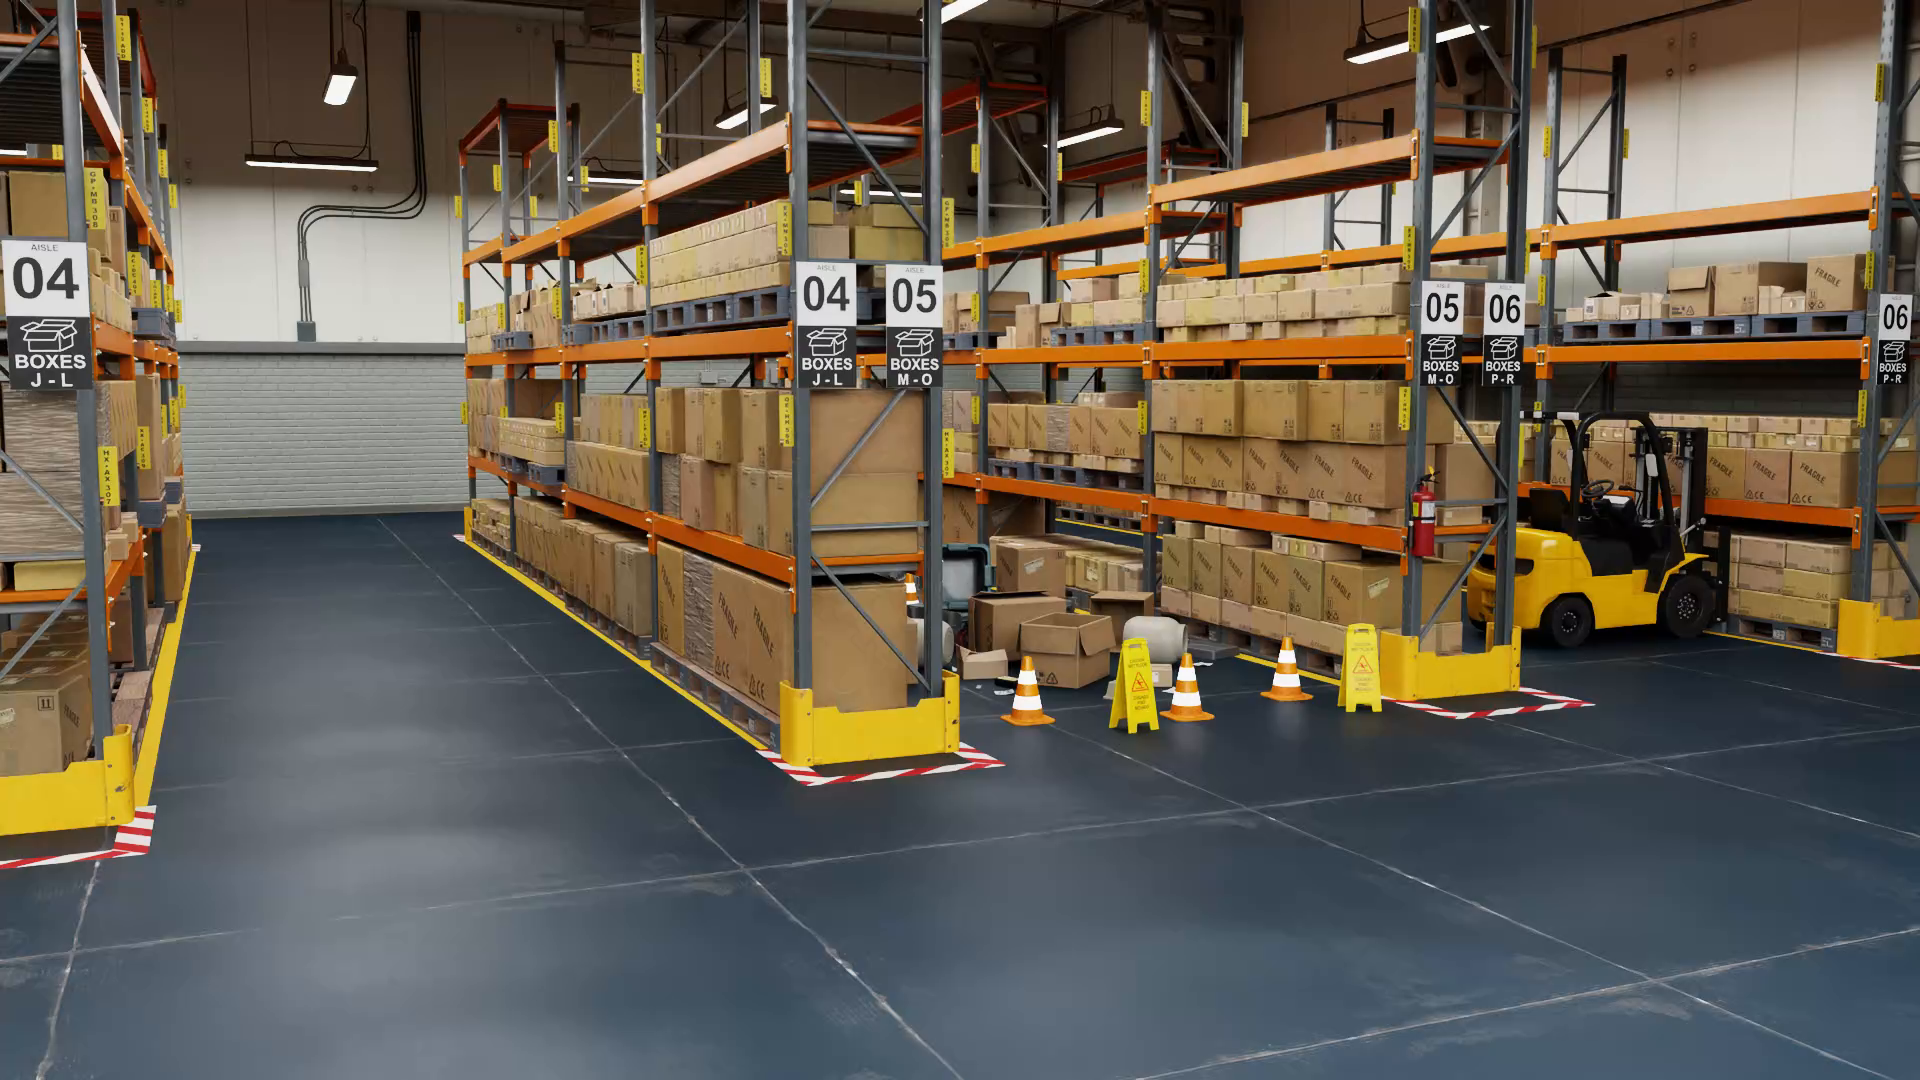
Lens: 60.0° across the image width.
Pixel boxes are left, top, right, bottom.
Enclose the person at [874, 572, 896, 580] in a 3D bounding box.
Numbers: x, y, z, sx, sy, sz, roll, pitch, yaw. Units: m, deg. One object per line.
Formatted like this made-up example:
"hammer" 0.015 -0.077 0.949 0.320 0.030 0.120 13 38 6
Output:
"person" -0.930 -0.122 18.414 0.372 1.590 0.488 3 6 26
